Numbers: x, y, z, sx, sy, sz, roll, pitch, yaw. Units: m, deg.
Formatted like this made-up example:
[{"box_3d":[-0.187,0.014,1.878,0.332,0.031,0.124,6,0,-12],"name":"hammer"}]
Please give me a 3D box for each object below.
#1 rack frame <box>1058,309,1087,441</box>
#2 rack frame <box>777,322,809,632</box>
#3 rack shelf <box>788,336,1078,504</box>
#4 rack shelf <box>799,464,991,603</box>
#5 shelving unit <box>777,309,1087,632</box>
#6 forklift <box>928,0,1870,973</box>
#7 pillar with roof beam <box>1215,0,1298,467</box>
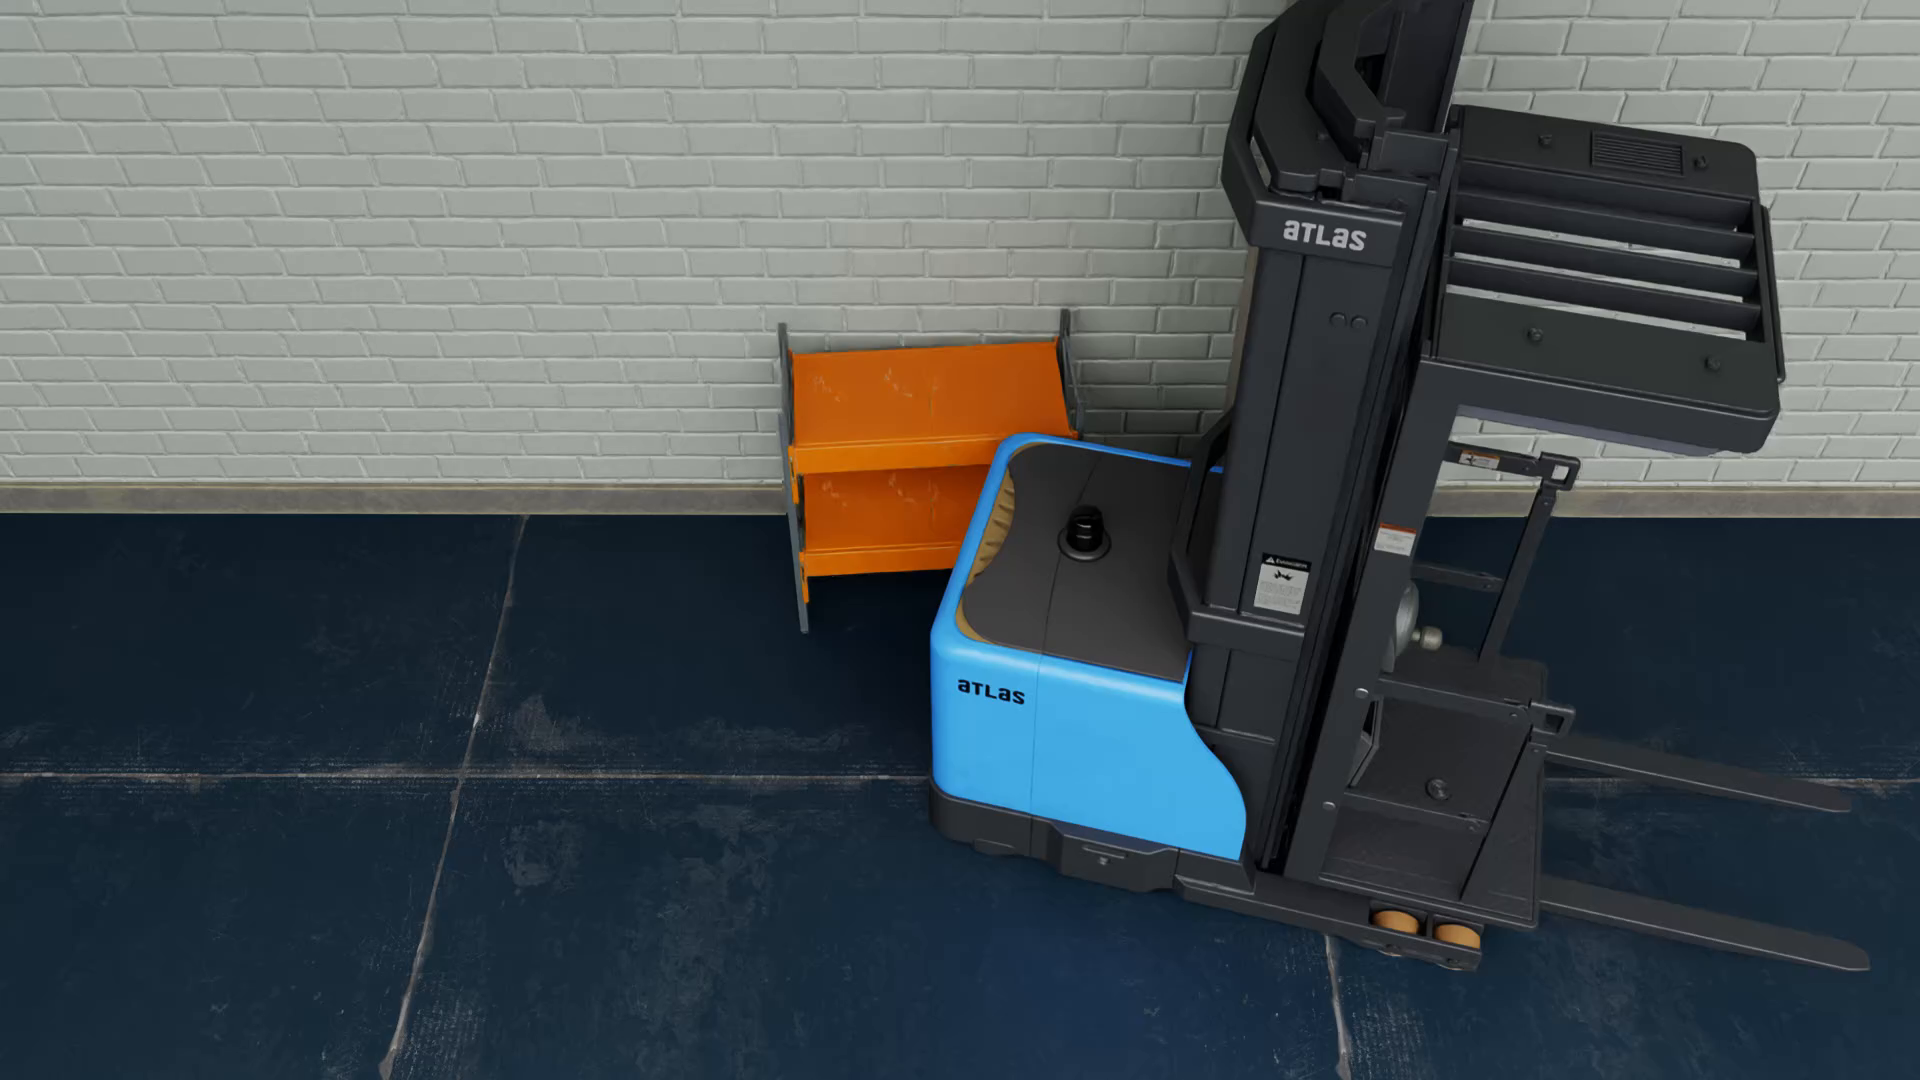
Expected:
[{"box_3d":[0.397,-0.266,6.229,0.032,1.125,0.500,-3,47,-3],"name":"rack frame"},{"box_3d":[-0.617,-0.211,6.178,0.032,1.125,0.500,-3,47,-3],"name":"rack frame"},{"box_3d":[-0.110,-0.438,5.989,1.000,0.278,0.538,-3,47,-3],"name":"rack shelf"},{"box_3d":[-0.110,-0.072,6.382,1.000,0.278,0.538,-3,47,-3],"name":"rack shelf"},{"box_3d":[-0.110,-0.239,6.204,1.048,1.125,0.538,-3,47,-3],"name":"shelving unit"},{"box_3d":[1.469,-0.027,4.773,3.031,2.935,1.130,11,48,10],"name":"forklift"},{"box_3d":[1.204,0.073,0.534,0.400,9.000,9.100,0,47,0],"name":"pillar with roof beam"}]
